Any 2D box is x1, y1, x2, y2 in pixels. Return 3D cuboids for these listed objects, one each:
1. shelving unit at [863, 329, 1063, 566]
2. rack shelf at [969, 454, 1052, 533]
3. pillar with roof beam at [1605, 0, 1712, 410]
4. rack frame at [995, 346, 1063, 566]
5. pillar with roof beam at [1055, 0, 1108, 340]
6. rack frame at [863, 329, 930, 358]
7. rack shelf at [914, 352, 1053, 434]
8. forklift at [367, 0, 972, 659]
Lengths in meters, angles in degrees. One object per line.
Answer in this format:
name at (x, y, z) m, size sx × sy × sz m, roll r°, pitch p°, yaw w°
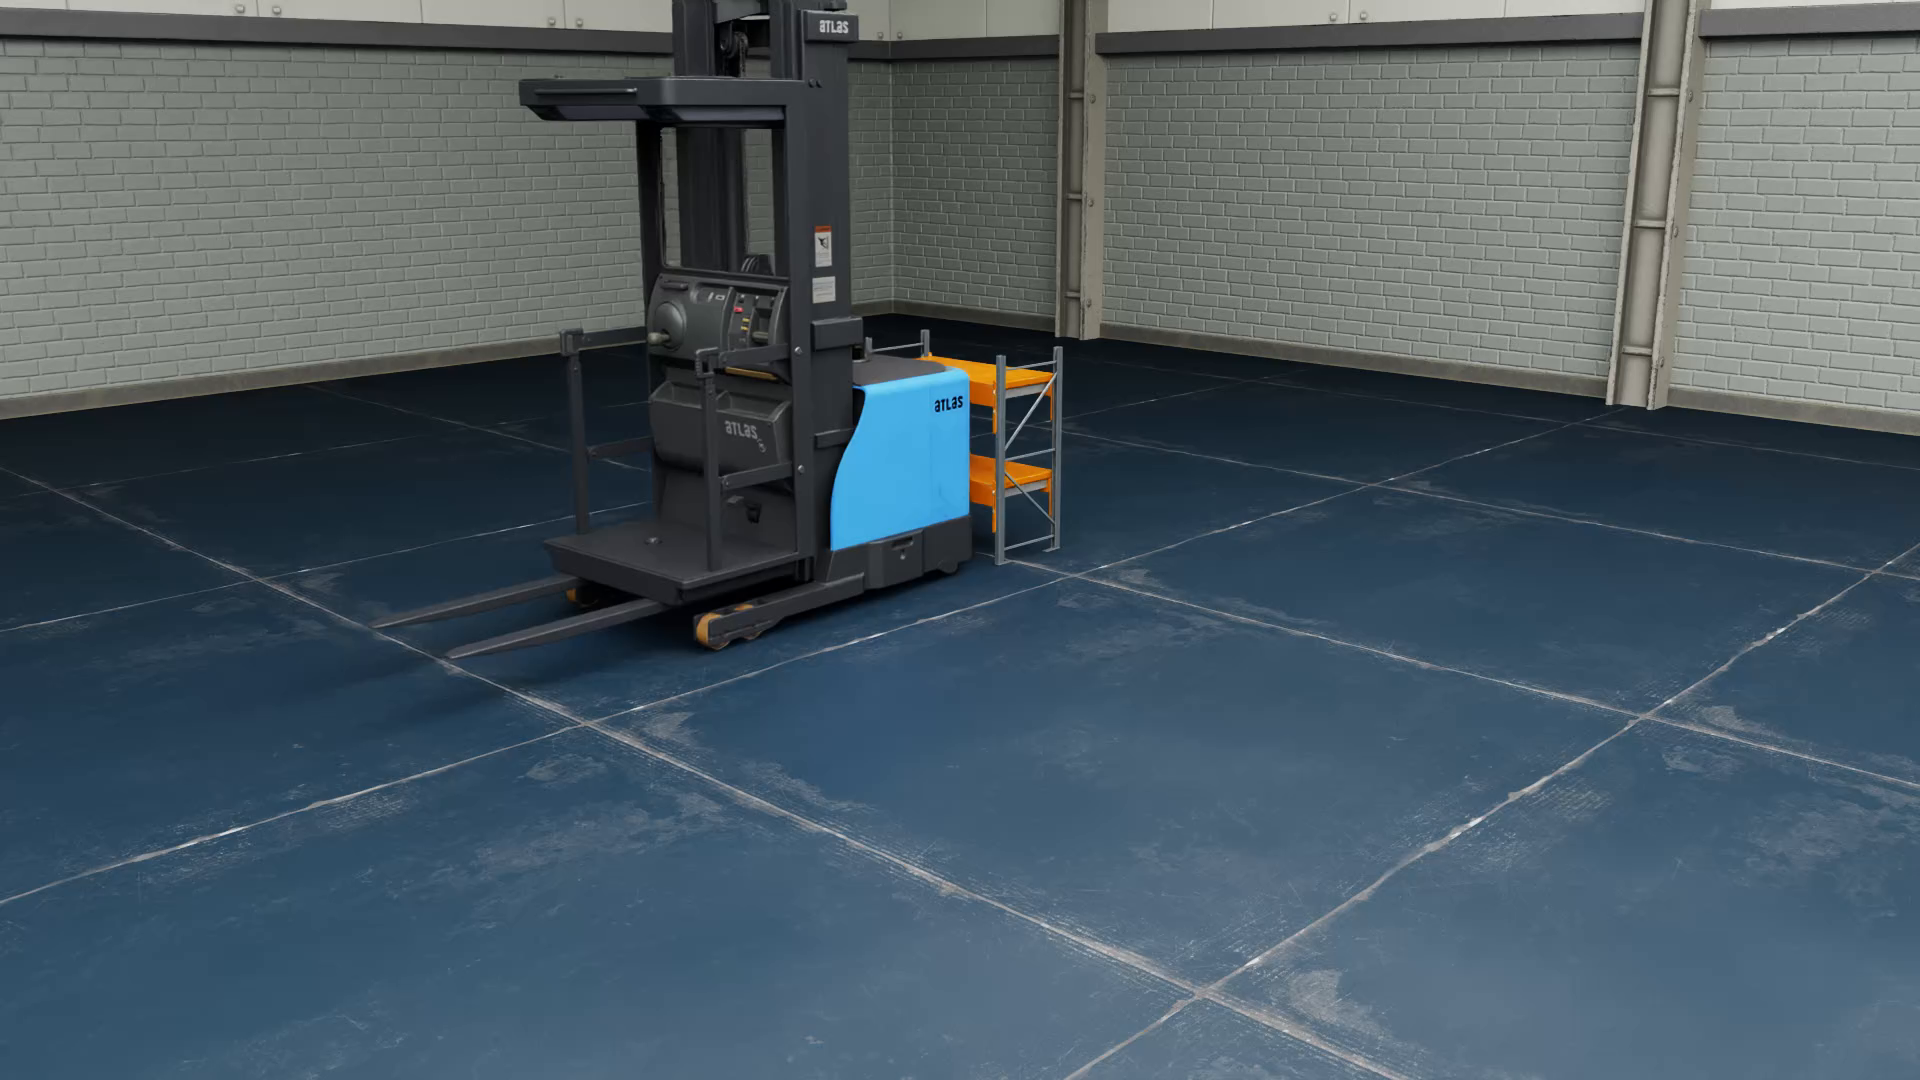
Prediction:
shelving unit at (0.005, -0.543, 9.286) m, size 1.048 × 1.125 × 0.538 m, roll 14°, pitch 20°, yaw 42°
rack shelf at (0.005, -0.307, 9.347) m, size 1.000 × 0.278 × 0.538 m, roll 14°, pitch 20°, yaw 42°
pillar with roof beam at (2.591, -4.689, 9.581) m, size 0.400 × 9.000 × 9.100 m, roll 14°, pitch 20°, yaw 42°
rack frame at (0.371, -0.454, 8.944) m, size 0.032 × 1.125 × 0.500 m, roll 14°, pitch 20°, yaw 42°
pillar with roof beam at (-1.728, -5.739, 13.611) m, size 0.400 × 9.000 × 9.100 m, roll 14°, pitch 20°, yaw 42°
rack frame at (-0.361, -0.632, 9.627) m, size 0.032 × 1.125 × 0.500 m, roll 14°, pitch 20°, yaw 42°
rack shelf at (0.005, -0.826, 9.212) m, size 1.000 × 0.278 × 0.538 m, roll 14°, pitch 20°, yaw 42°
forklift at (-1.293, -1.065, 7.708) m, size 1.130 × 2.935 × 3.031 m, roll 13°, pitch 19°, yaw 40°
